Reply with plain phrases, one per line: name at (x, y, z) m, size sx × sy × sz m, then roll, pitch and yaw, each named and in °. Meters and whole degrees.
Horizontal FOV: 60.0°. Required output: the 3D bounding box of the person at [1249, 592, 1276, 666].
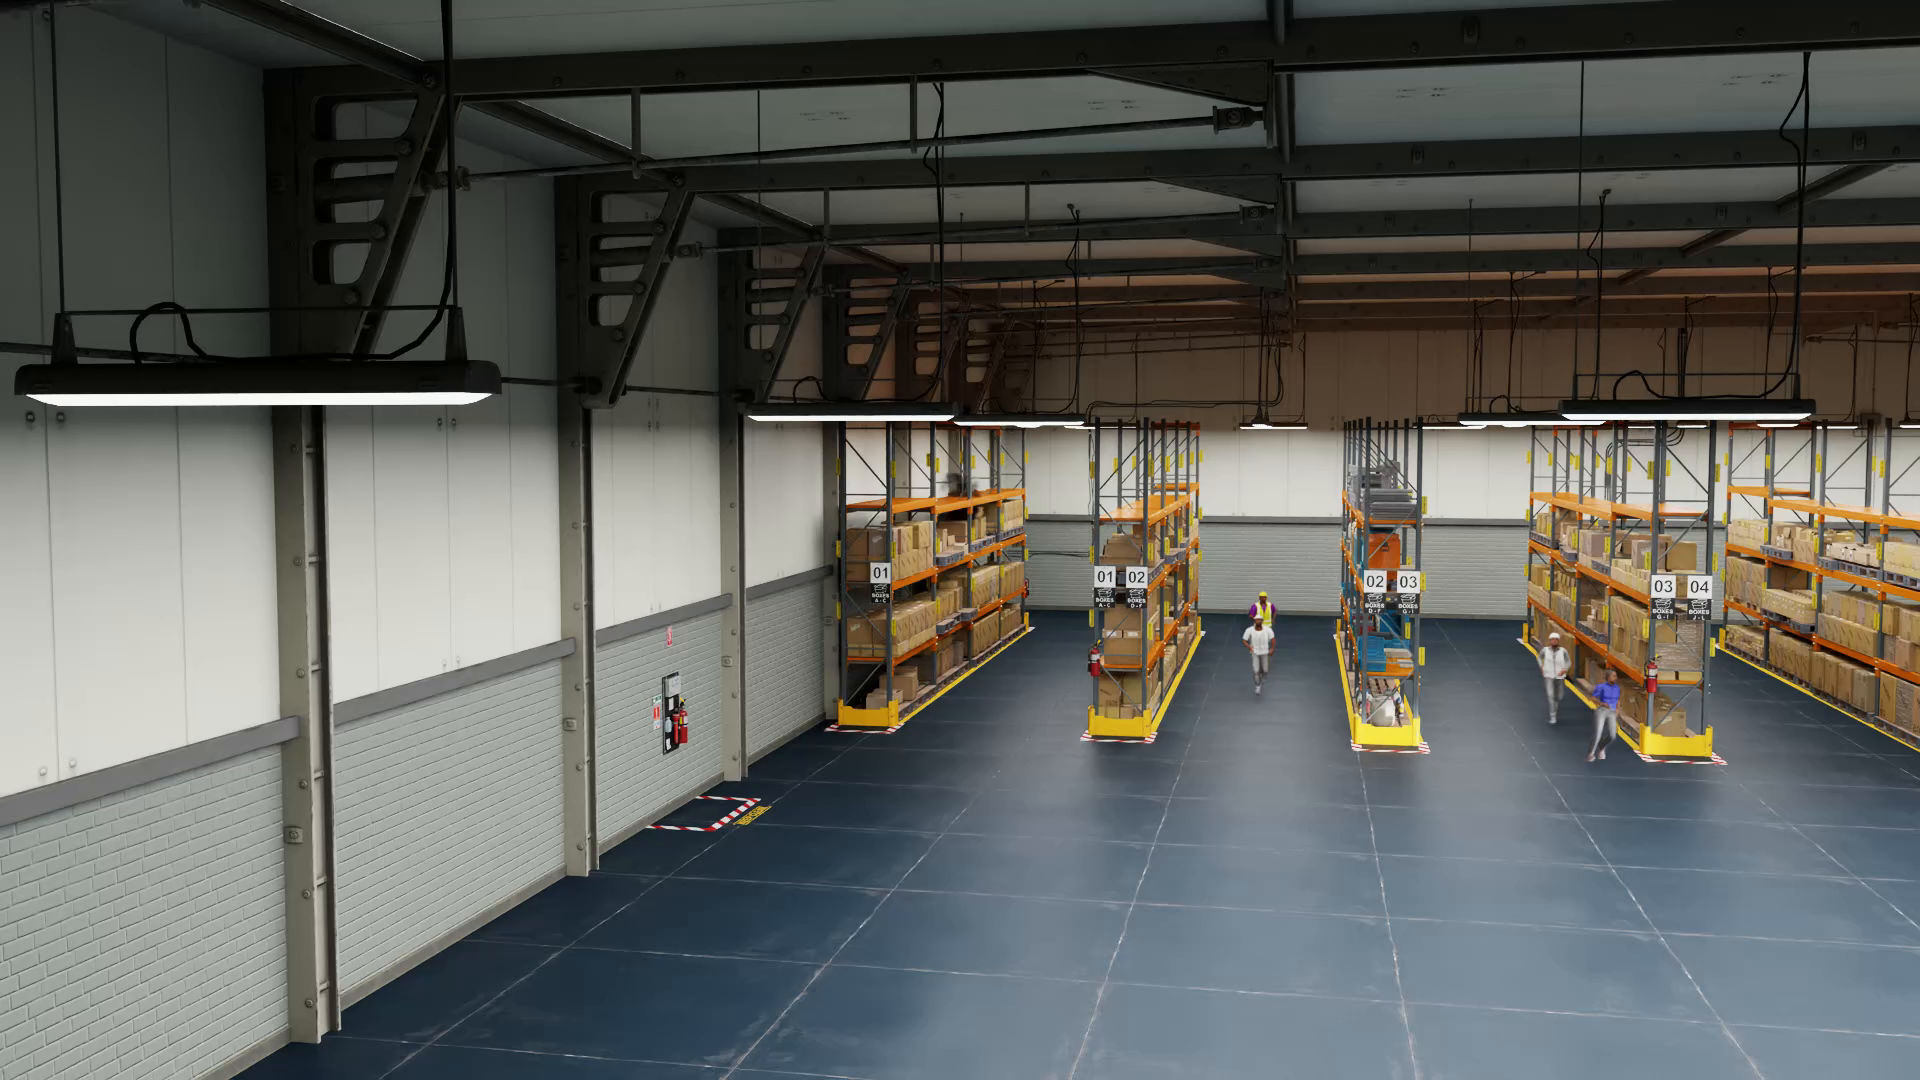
person at (7.472, 2.181, 40.996) m, size 0.674 × 1.823 × 0.729 m, roll 0°, pitch 4°, yaw 6°

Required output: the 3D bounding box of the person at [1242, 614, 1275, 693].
person at (6.582, 2.494, 36.635) m, size 0.736 × 1.725 × 0.613 m, roll 0°, pitch 4°, yaw 2°

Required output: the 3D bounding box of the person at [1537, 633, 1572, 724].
person at (11.824, 2.722, 33.077) m, size 0.632 × 1.767 × 1.071 m, roll 1°, pitch 4°, yaw 11°

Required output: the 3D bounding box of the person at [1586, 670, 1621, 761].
person at (11.254, 3.058, 28.855) m, size 0.586 × 1.585 × 0.571 m, roll 0°, pitch 4°, yaw -1°
